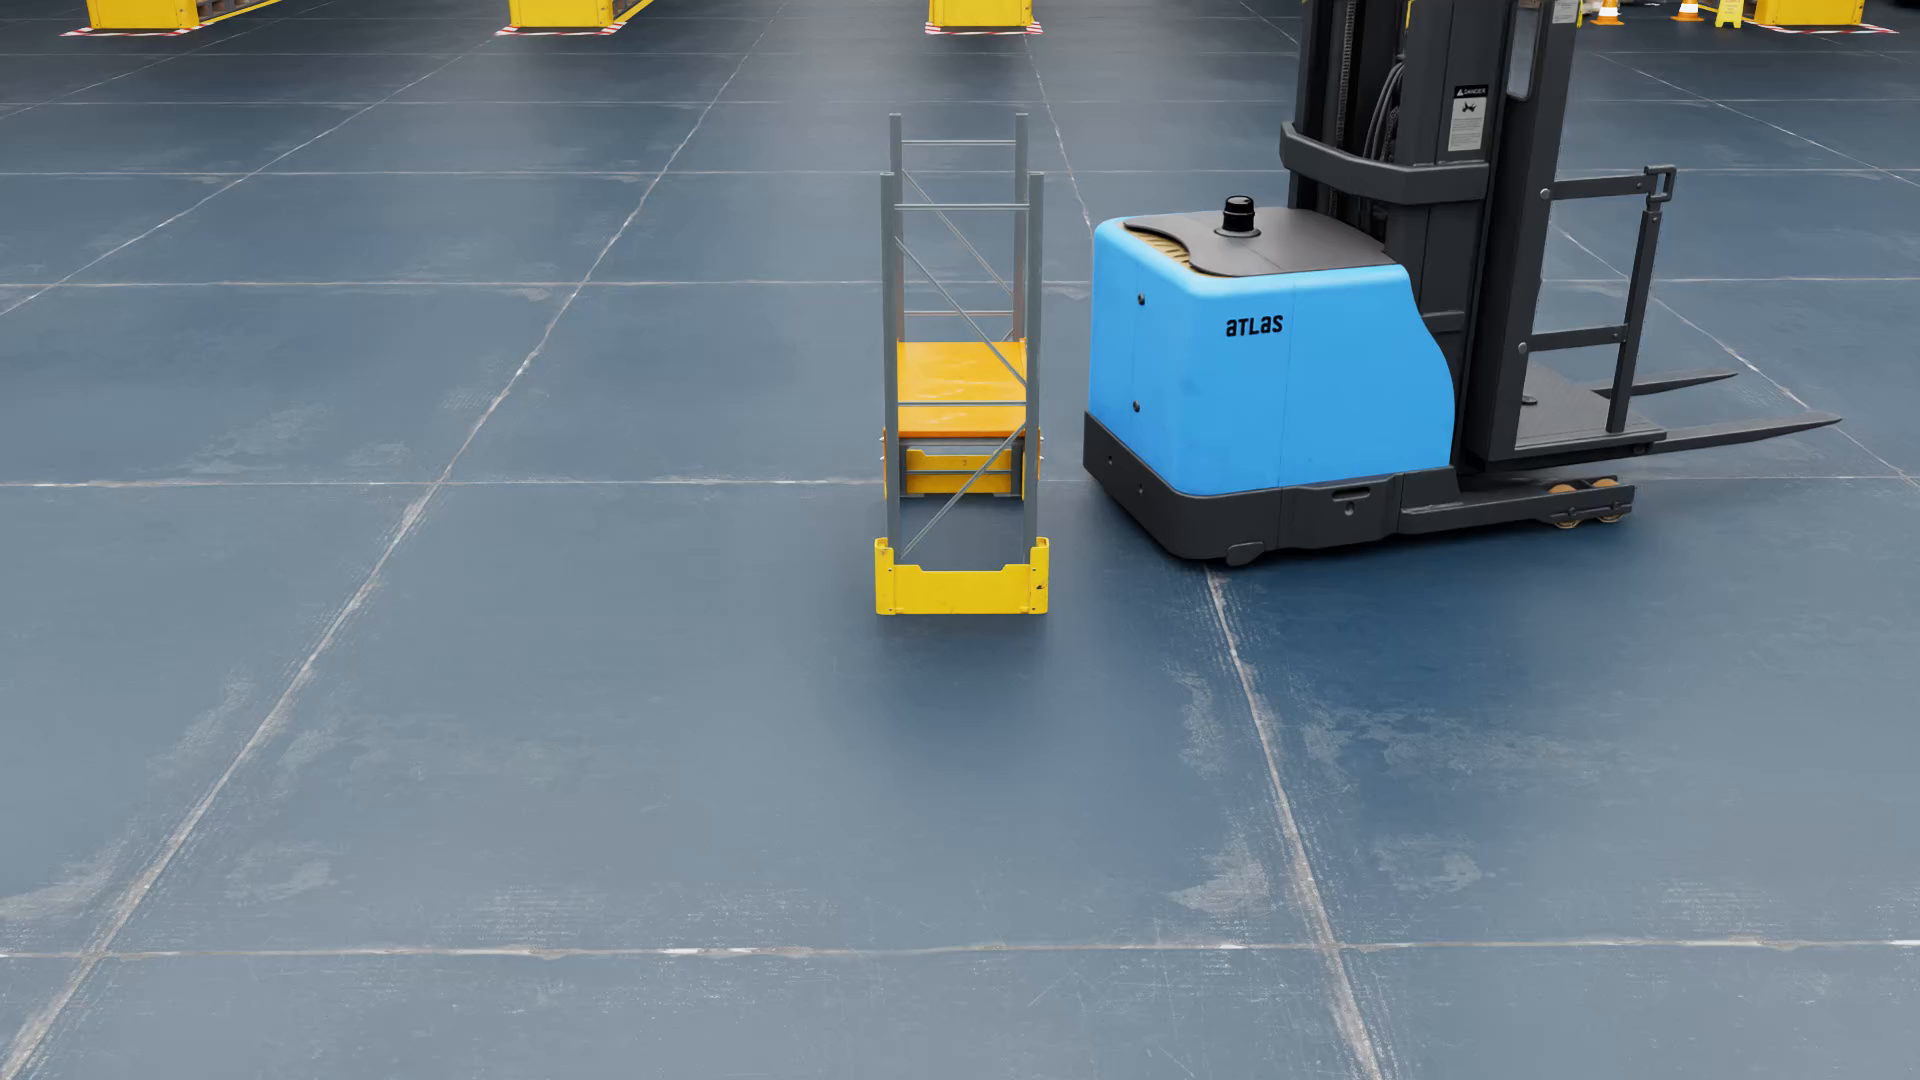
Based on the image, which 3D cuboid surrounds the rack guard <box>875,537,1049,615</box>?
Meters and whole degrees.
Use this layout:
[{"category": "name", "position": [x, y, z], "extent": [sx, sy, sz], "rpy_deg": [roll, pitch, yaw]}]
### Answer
[{"category": "rack guard", "position": [0.006, 0.123, 5.675], "extent": [0.587, 0.250, 0.087], "rpy_deg": [0, 24, -1]}]

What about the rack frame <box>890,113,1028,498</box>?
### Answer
[{"category": "rack frame", "position": [-0.005, -0.858, 6.326], "extent": [0.500, 1.500, 0.032], "rpy_deg": [0, 24, -1]}]

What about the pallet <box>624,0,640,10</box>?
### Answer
[{"category": "pallet", "position": [-4.751, -7.077, 21.641], "extent": [1.003, 0.211, 1.213], "rpy_deg": [0, 24, -1]}]

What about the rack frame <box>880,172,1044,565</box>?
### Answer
[{"category": "rack frame", "position": [0.006, -0.439, 5.400], "extent": [0.500, 1.500, 0.032], "rpy_deg": [0, 24, -1]}]

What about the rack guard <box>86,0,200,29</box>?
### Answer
[{"category": "rack guard", "position": [-9.642, -6.311, 19.596], "extent": [1.175, 0.500, 0.348], "rpy_deg": [0, 24, -1]}]

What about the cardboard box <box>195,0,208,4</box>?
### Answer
[{"category": "cardboard box", "position": [-9.426, -6.620, 20.074], "extent": [0.500, 0.250, 0.500], "rpy_deg": [0, 24, -1]}]

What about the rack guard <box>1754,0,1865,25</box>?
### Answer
[{"category": "rack guard", "position": [10.172, -6.439, 19.881], "extent": [1.175, 0.500, 0.348], "rpy_deg": [0, 24, -1]}]

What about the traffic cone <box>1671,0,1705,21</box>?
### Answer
[{"category": "traffic cone", "position": [8.878, -6.562, 20.198], "extent": [0.336, 0.463, 0.334], "rpy_deg": [0, 24, -1]}]

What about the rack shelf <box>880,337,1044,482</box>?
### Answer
[{"category": "rack shelf", "position": [0.001, -0.484, 5.937], "extent": [0.538, 0.185, 1.000], "rpy_deg": [0, 24, -1]}]

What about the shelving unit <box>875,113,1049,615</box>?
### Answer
[{"category": "shelving unit", "position": [0.001, -0.652, 5.871], "extent": [0.587, 1.500, 1.083], "rpy_deg": [0, 24, -1]}]

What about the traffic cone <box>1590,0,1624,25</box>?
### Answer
[{"category": "traffic cone", "position": [7.772, -6.417, 19.877], "extent": [0.336, 0.463, 0.334], "rpy_deg": [0, 24, -1]}]

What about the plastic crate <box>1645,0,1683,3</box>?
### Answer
[{"category": "plastic crate", "position": [9.326, -7.214, 22.104], "extent": [0.402, 0.080, 0.583], "rpy_deg": [-9, 26, -19]}]

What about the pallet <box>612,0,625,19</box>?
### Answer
[{"category": "pallet", "position": [-4.741, -6.575, 20.532], "extent": [1.003, 0.211, 1.213], "rpy_deg": [0, 24, -1]}]

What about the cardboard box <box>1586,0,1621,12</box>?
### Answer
[{"category": "cardboard box", "position": [8.138, -6.779, 21.057], "extent": [0.380, 0.149, 0.250], "rpy_deg": [13, 27, 27]}]

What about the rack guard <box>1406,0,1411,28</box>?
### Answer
[{"category": "rack guard", "position": [5.224, -6.334, 19.649], "extent": [1.175, 0.500, 0.348], "rpy_deg": [0, 24, -1]}]

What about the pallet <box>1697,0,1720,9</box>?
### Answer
[{"category": "pallet", "position": [10.188, -7.144, 21.790], "extent": [1.003, 0.211, 1.213], "rpy_deg": [0, 24, -1]}]

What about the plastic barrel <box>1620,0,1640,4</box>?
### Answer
[{"category": "plastic barrel", "position": [8.636, -7.217, 21.694], "extent": [0.512, 0.421, 0.421], "rpy_deg": [19, 30, 35]}]

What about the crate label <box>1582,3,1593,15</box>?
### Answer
[{"category": "crate label", "position": [7.701, -6.593, 20.660], "extent": [0.250, 0.136, 0.298], "rpy_deg": [-14, 28, -28]}]

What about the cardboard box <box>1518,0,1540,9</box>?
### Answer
[{"category": "cardboard box", "position": [7.622, -7.122, 21.386], "extent": [0.797, 0.503, 0.637], "rpy_deg": [-19, 31, -36]}]

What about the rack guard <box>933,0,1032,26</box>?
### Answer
[{"category": "rack guard", "position": [0.262, -6.395, 19.782], "extent": [1.175, 0.500, 0.348], "rpy_deg": [0, 24, -1]}]

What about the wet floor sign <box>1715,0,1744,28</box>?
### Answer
[{"category": "wet floor sign", "position": [9.105, -6.391, 19.598], "extent": [0.267, 0.644, 0.232], "rpy_deg": [8, 26, 18]}]

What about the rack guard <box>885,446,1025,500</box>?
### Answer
[{"category": "rack guard", "position": [-0.005, -0.288, 6.583], "extent": [0.587, 0.250, 0.087], "rpy_deg": [0, 24, -1]}]

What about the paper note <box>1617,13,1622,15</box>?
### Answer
[{"category": "paper note", "position": [8.172, -6.575, 20.750], "extent": [0.148, 0.019, 0.142], "rpy_deg": [-9, 26, -19]}]

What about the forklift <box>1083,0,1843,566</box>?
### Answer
[{"category": "forklift", "position": [2.074, -1.578, 6.182], "extent": [3.031, 2.935, 1.130], "rpy_deg": [-7, 25, -16]}]

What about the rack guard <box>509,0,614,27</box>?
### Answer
[{"category": "rack guard", "position": [-4.737, -6.372, 19.733], "extent": [1.175, 0.500, 0.348], "rpy_deg": [0, 24, -1]}]

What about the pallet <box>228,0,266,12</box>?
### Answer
[{"category": "pallet", "position": [-9.703, -7.005, 21.483], "extent": [1.003, 0.211, 1.213], "rpy_deg": [0, 24, -1]}]

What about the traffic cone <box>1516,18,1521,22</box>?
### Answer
[{"category": "traffic cone", "position": [6.638, -6.552, 20.176], "extent": [0.336, 0.463, 0.334], "rpy_deg": [0, 24, -1]}]

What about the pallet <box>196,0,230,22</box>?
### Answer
[{"category": "pallet", "position": [-9.693, -6.504, 20.374], "extent": [1.003, 0.211, 1.213], "rpy_deg": [0, 24, -1]}]

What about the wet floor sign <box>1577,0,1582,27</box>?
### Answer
[{"category": "wet floor sign", "position": [7.204, -6.407, 19.634], "extent": [0.267, 0.644, 0.232], "rpy_deg": [-4, 25, -10]}]

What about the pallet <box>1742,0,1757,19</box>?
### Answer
[{"category": "pallet", "position": [10.198, -6.643, 20.681], "extent": [1.003, 0.211, 1.213], "rpy_deg": [0, 24, -1]}]
